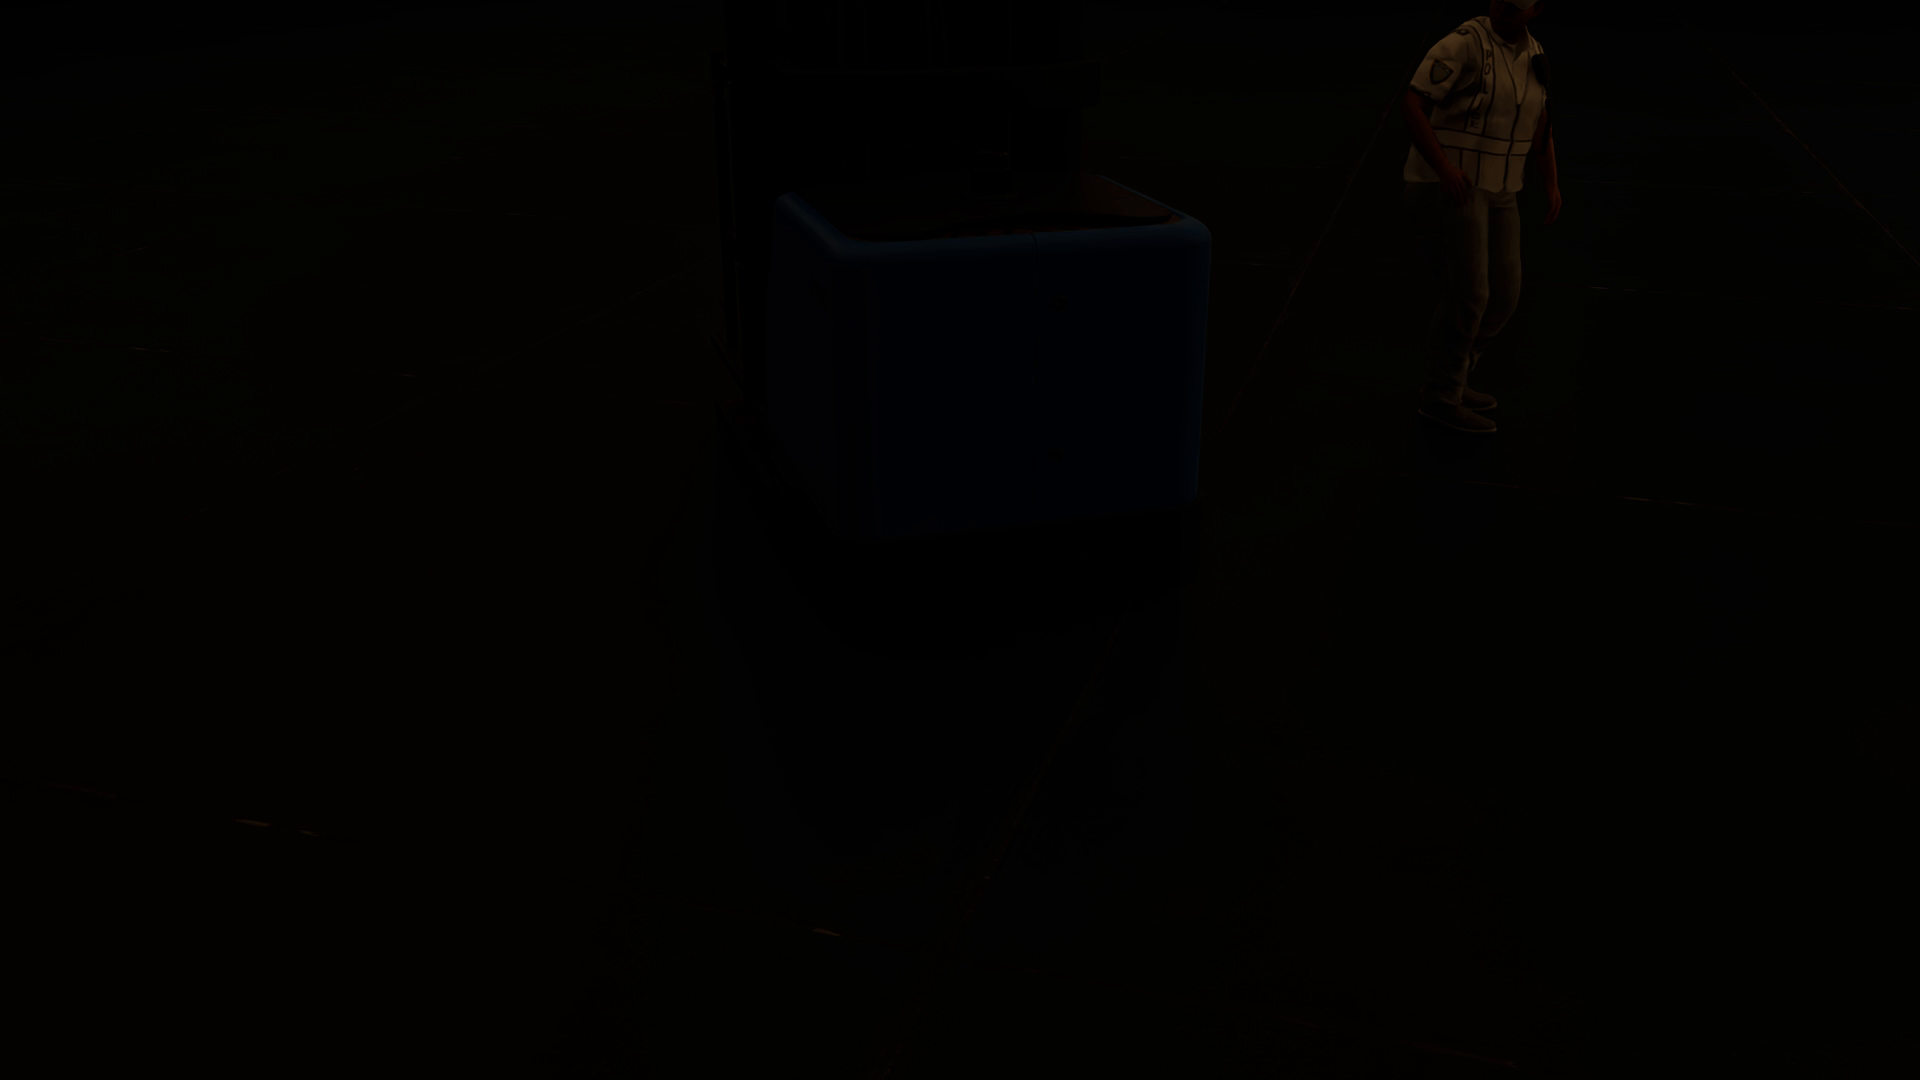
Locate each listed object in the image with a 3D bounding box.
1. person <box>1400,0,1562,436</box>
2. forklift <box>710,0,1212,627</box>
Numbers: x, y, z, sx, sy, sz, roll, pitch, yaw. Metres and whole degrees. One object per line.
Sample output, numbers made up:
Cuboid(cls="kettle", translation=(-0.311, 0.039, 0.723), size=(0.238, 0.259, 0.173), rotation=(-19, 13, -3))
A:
Cuboid(cls="person", translation=(1.904, -1.150, 6.030), size=(0.677, 1.447, 0.513), rotation=(-16, 27, -34))
Cuboid(cls="forklift", translation=(-0.245, -1.661, 5.302), size=(1.130, 2.935, 3.031), rotation=(-7, 23, -16))
